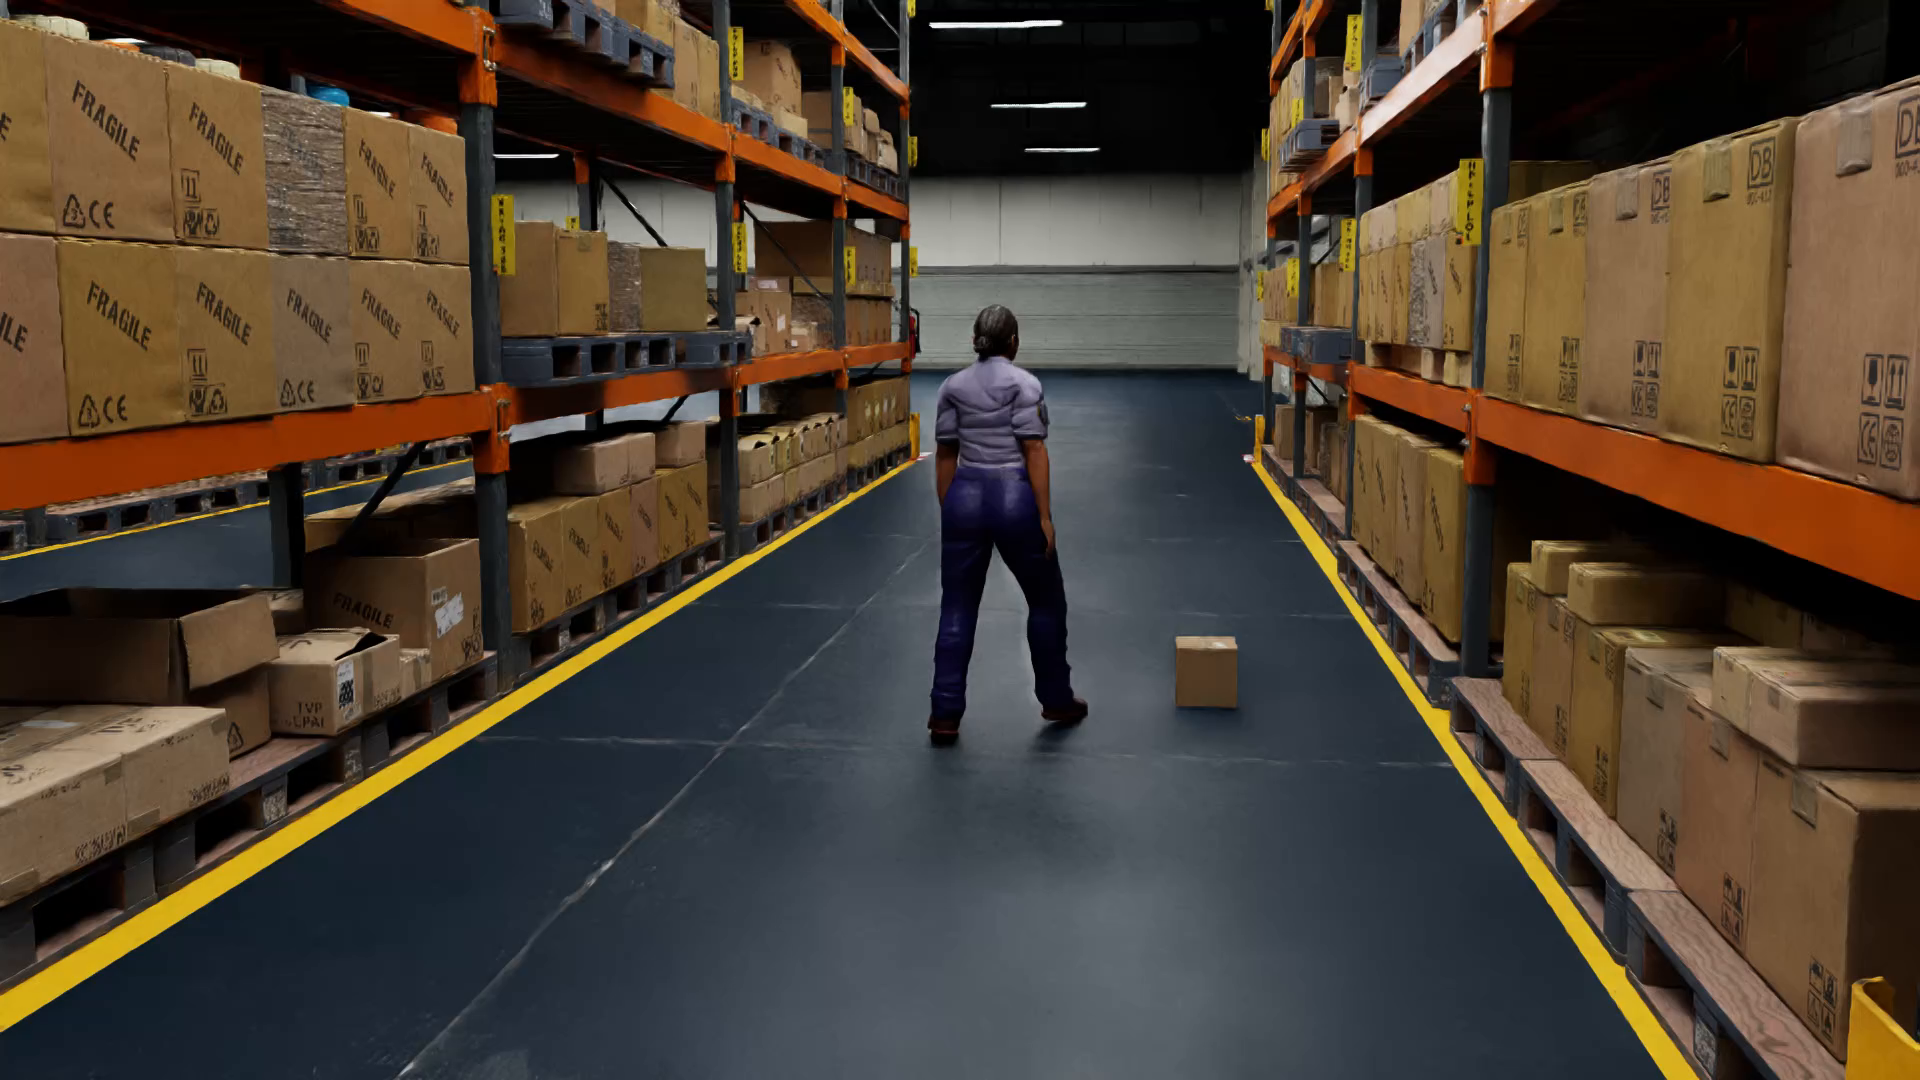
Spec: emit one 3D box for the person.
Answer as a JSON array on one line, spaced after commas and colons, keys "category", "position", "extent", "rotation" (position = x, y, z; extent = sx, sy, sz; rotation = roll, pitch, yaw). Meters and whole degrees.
[{"category": "person", "position": [0.164, -0.082, 6.429], "extent": [0.535, 1.614, 0.683], "rotation": [3, 8, 23]}]
